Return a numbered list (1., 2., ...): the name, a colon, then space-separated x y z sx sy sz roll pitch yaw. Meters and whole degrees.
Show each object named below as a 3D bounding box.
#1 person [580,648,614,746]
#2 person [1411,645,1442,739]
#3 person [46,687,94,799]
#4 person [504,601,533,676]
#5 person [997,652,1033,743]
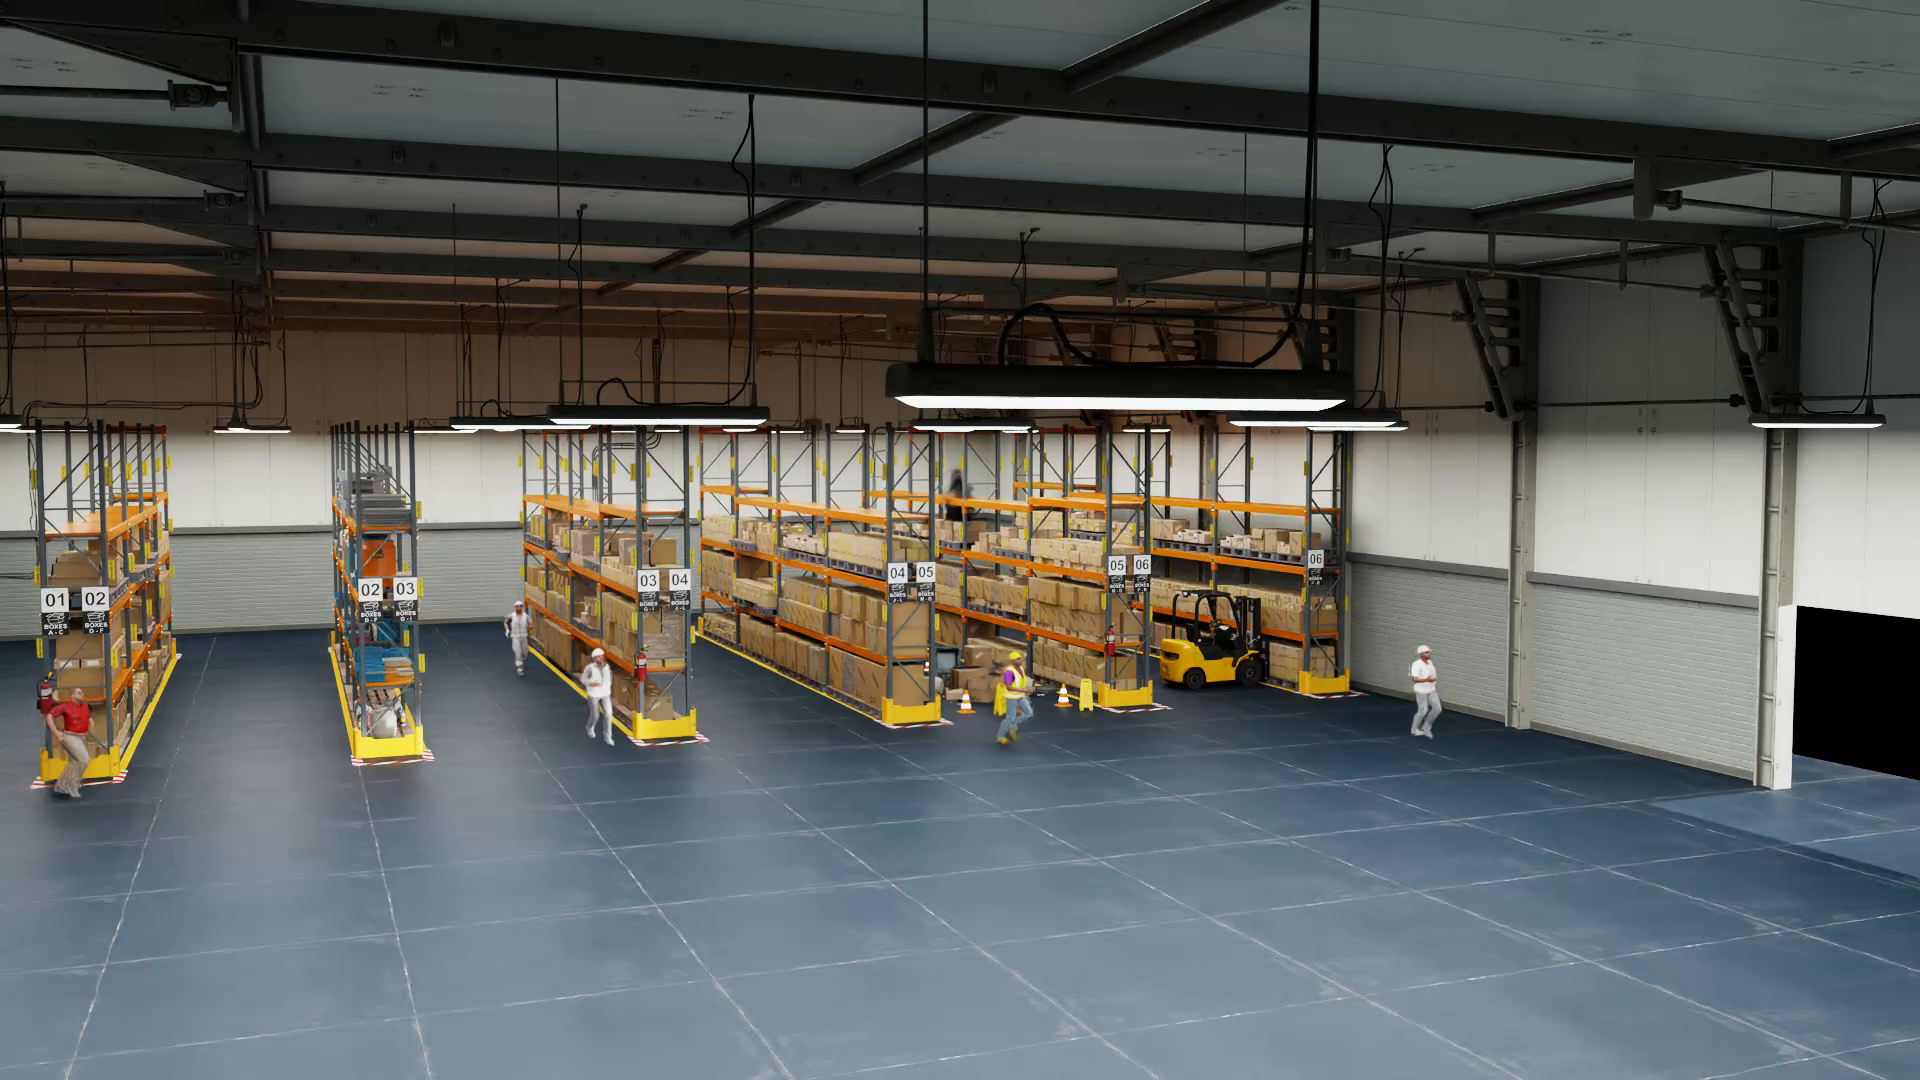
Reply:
1. person: -6.749 2.903 31.023 0.692 1.785 0.927 -2 4 -33
2. person: 8.837 2.883 31.466 0.676 1.783 0.661 -2 4 -33
3. person: -14.112 3.226 26.517 0.662 1.755 0.660 0 4 3
4. person: -10.534 2.342 39.764 0.667 1.768 0.963 -2 4 -25
5. person: 1.052 2.914 30.841 0.780 1.710 0.715 3 4 35
